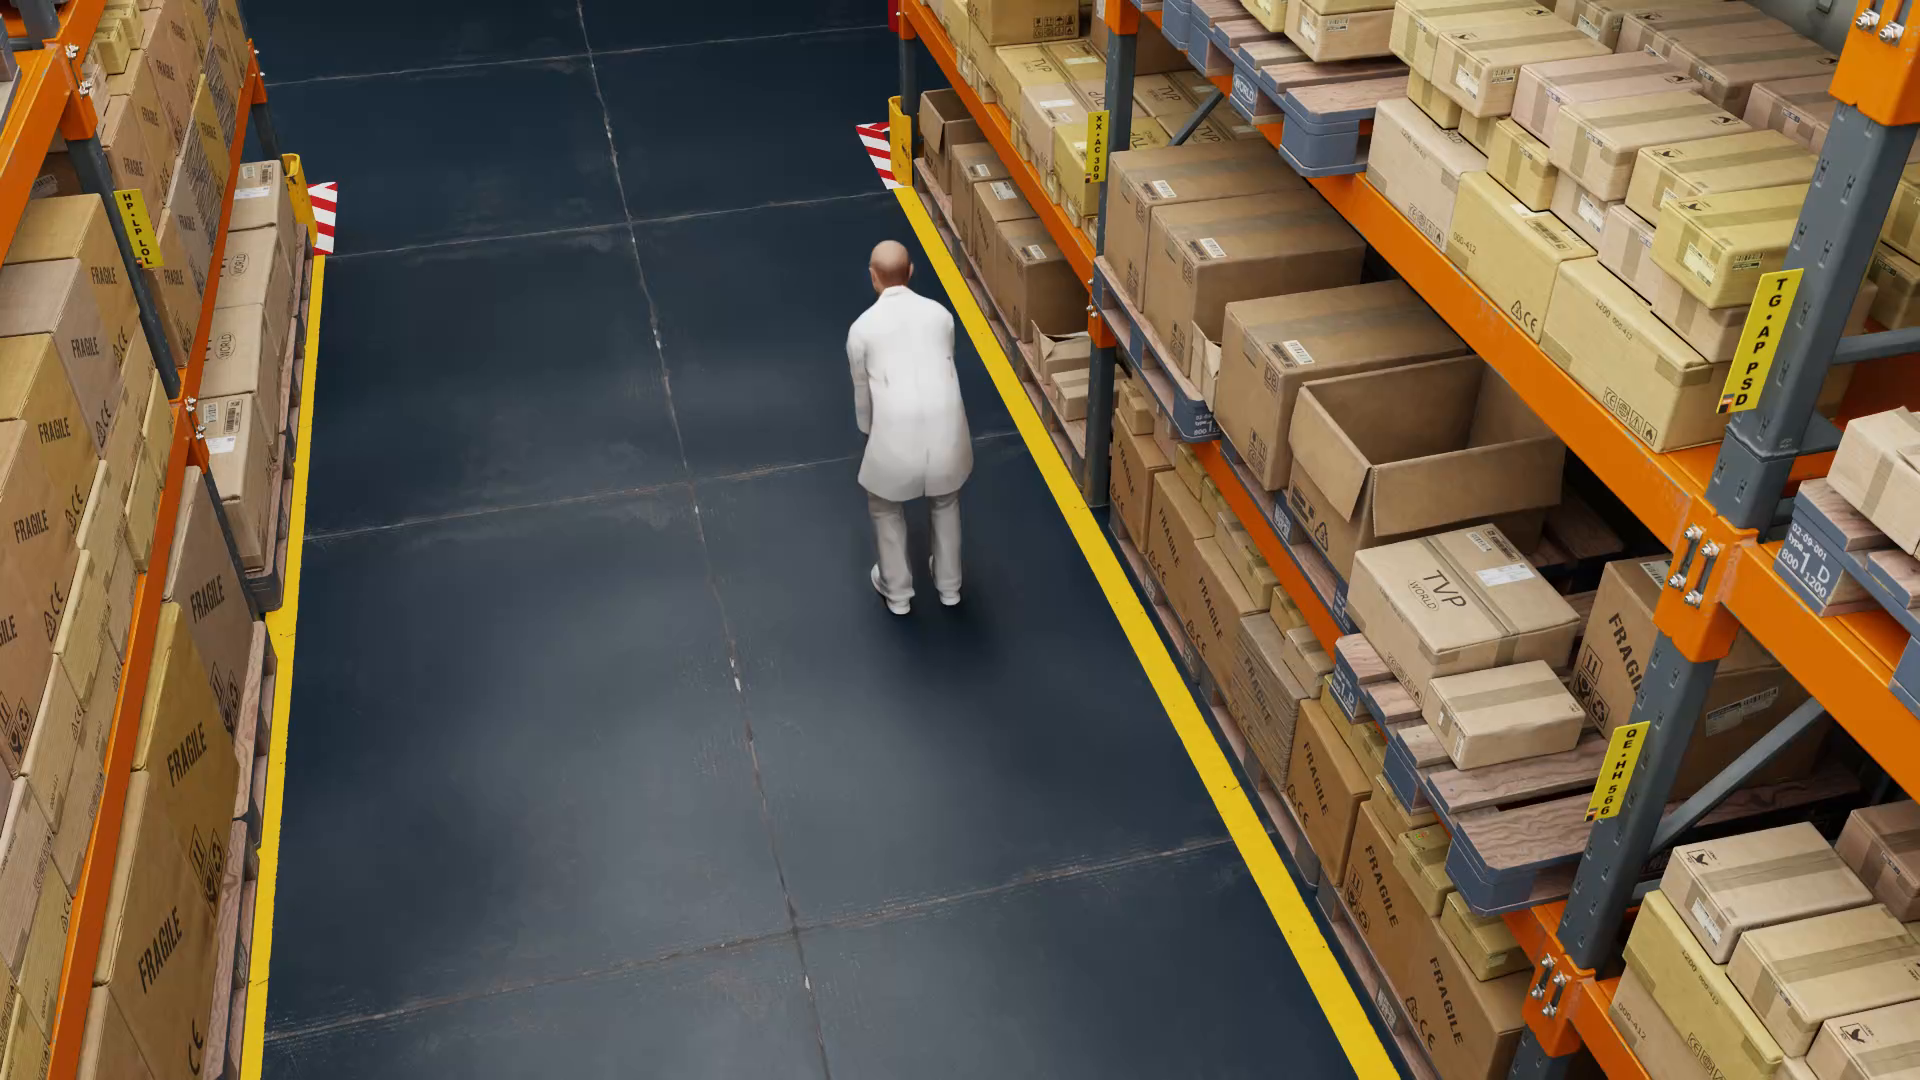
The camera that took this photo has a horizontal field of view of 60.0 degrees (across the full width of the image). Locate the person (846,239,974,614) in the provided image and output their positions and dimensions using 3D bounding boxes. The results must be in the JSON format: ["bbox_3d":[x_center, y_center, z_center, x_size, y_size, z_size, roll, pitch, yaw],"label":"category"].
[{"bbox_3d":[-0.223,-0.487,7.444,0.540,1.680,0.628,-10,39,-13],"label":"person"}]
